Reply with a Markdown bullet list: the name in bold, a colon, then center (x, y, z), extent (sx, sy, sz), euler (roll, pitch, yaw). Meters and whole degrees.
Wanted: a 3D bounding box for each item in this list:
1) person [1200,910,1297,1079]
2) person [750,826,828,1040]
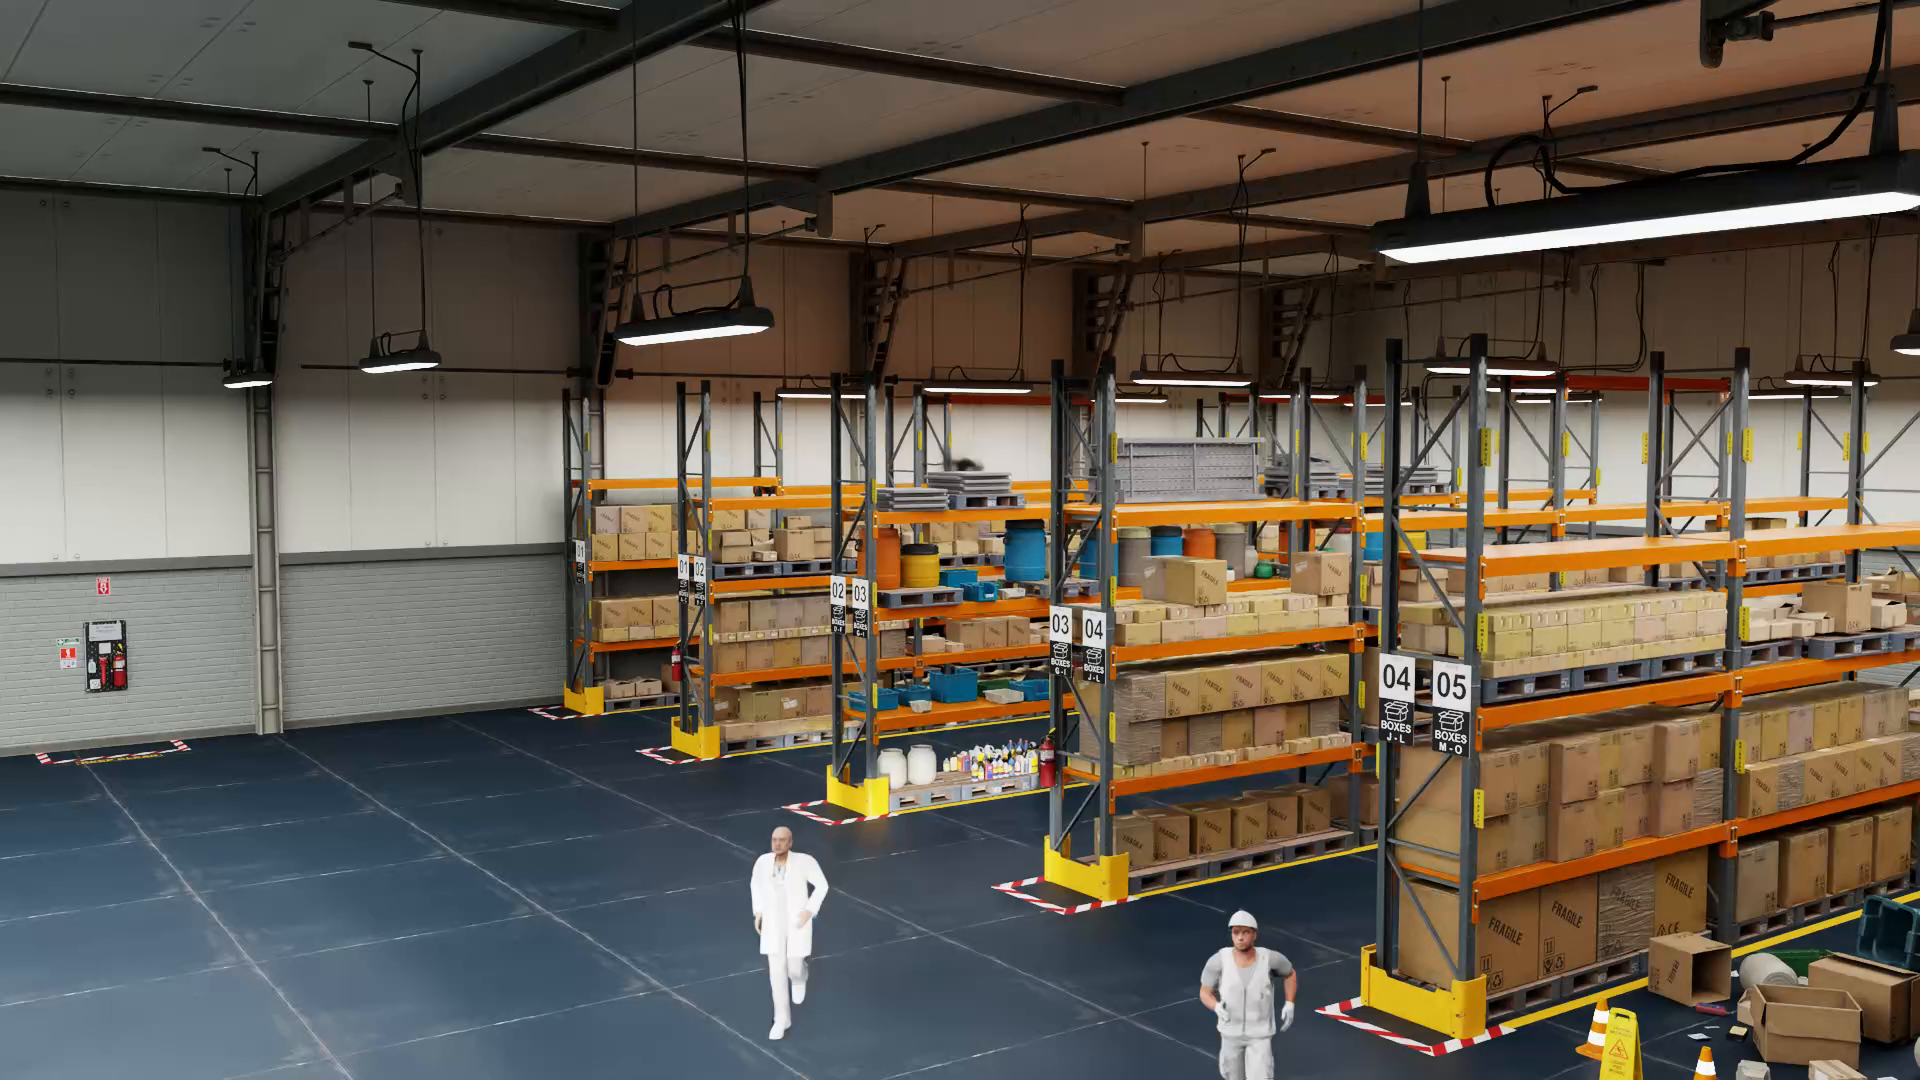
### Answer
- **person**: center (2.029, 3.525, 11.774), extent (0.662, 1.820, 0.796), euler (1, 4, 16)
- **person**: center (-1.492, 3.351, 14.488), extent (0.709, 1.776, 0.874), euler (1, 4, 8)
